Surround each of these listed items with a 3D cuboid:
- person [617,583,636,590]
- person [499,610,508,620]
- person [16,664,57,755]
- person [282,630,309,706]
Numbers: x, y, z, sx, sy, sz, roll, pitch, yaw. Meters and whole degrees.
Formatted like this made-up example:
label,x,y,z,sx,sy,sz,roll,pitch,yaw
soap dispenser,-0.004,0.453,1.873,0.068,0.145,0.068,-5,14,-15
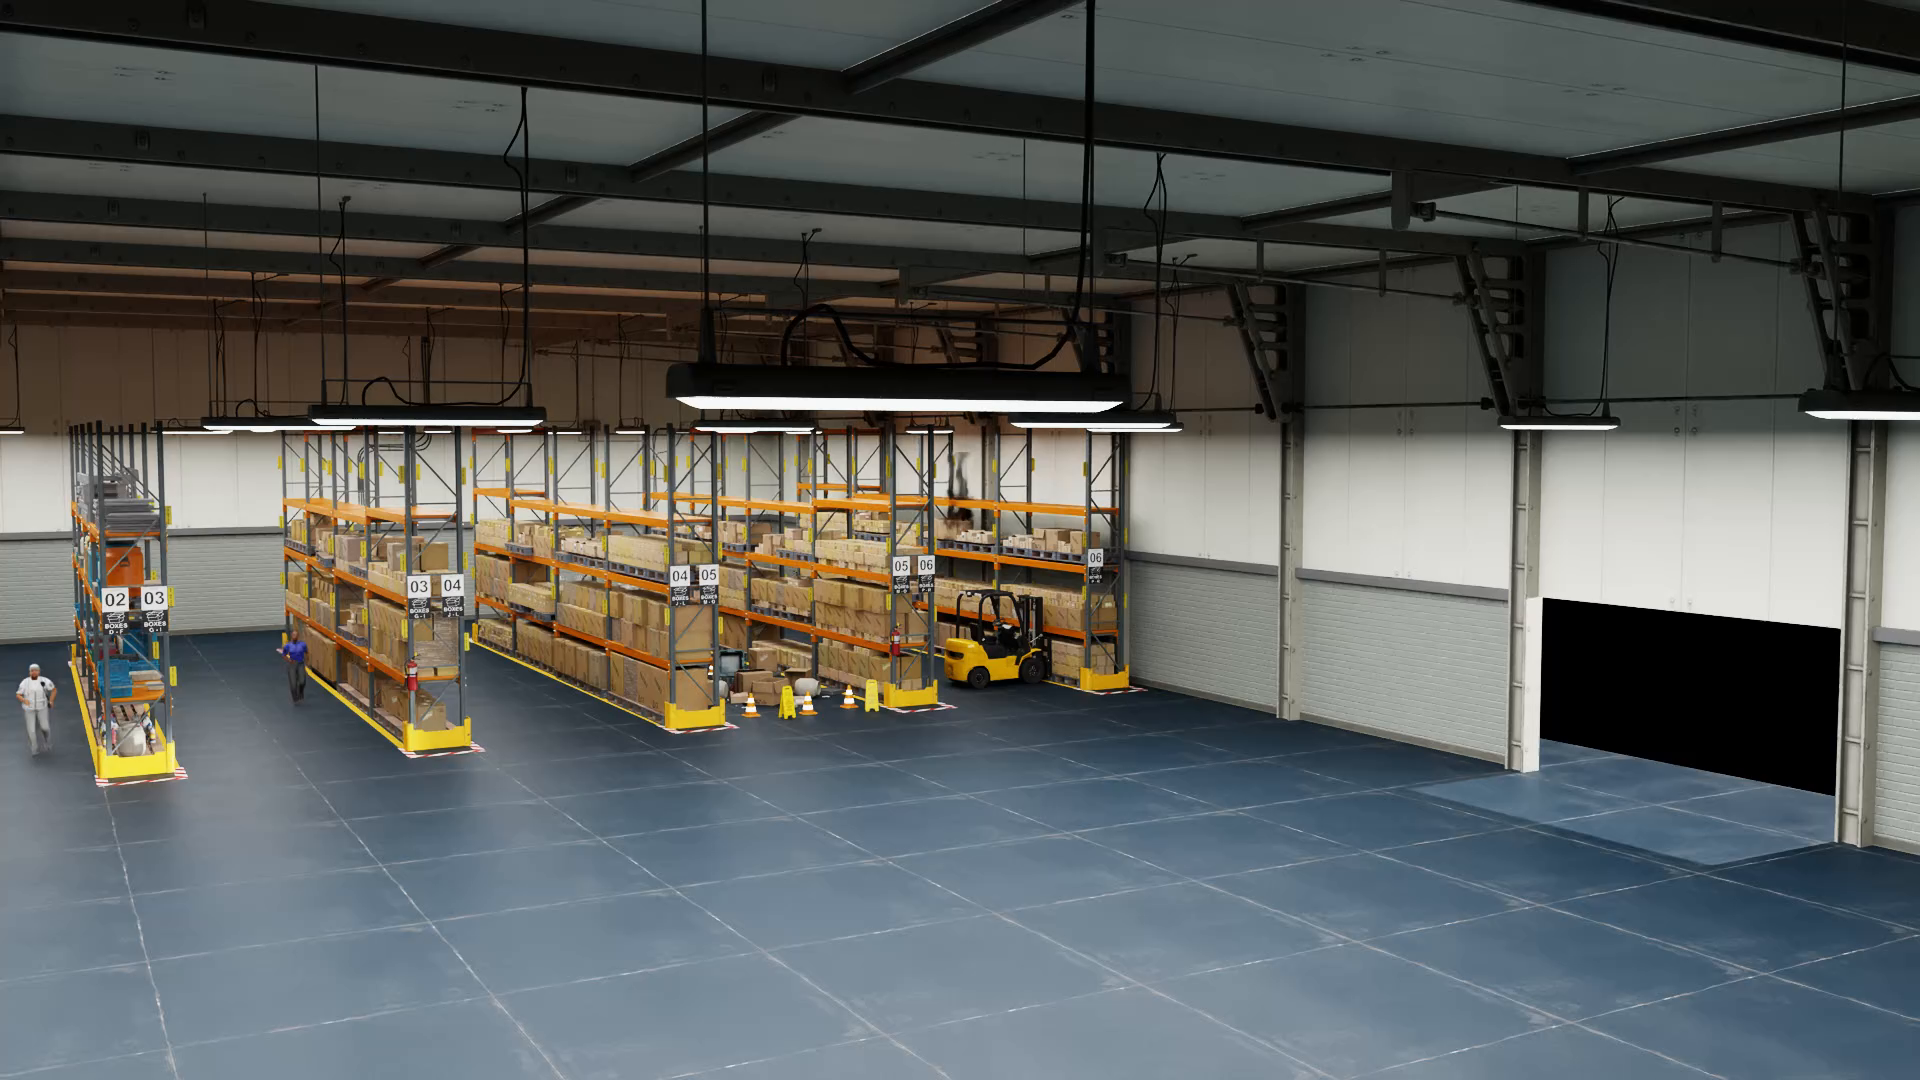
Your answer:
label,x,y,z,sx,sy,sz,roll,pitch,yaw
person,-10.323,1.663,51.637,0.711,1.764,0.918,3,4,36
person,-13.086,1.889,47.956,0.567,1.761,0.656,-1,4,-9
person,-16.646,3.058,29.974,0.639,1.632,0.549,-2,4,-26
person,-14.134,2.731,35.444,0.569,1.617,0.554,-2,4,-30
